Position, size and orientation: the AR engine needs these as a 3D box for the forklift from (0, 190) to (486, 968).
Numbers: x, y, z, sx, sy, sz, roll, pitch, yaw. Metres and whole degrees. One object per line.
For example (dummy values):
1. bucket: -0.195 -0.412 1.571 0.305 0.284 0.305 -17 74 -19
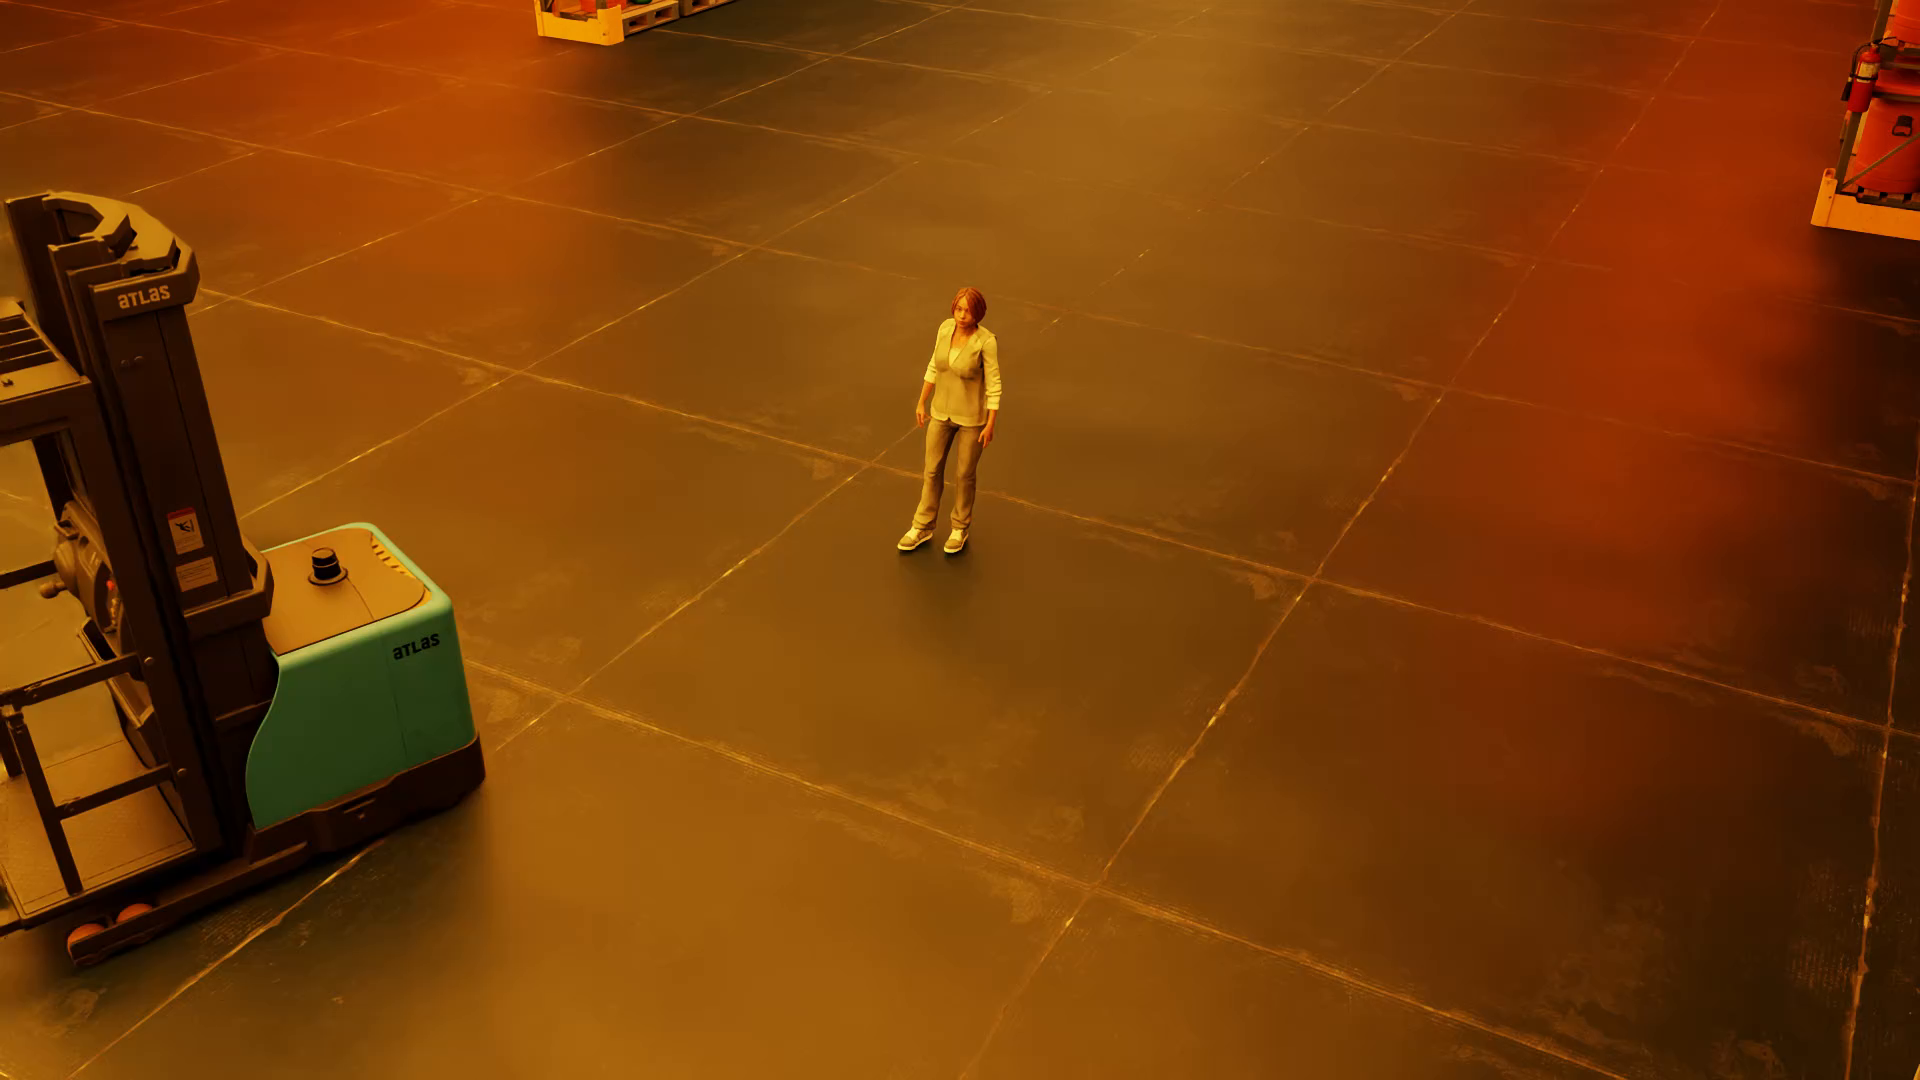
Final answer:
1. forklift: -3.721 0.202 6.721 3.031 2.935 1.130 -22 37 -33

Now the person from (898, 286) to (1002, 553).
1. person: -0.048 -0.669 9.550 0.520 1.597 0.475 15 33 25
